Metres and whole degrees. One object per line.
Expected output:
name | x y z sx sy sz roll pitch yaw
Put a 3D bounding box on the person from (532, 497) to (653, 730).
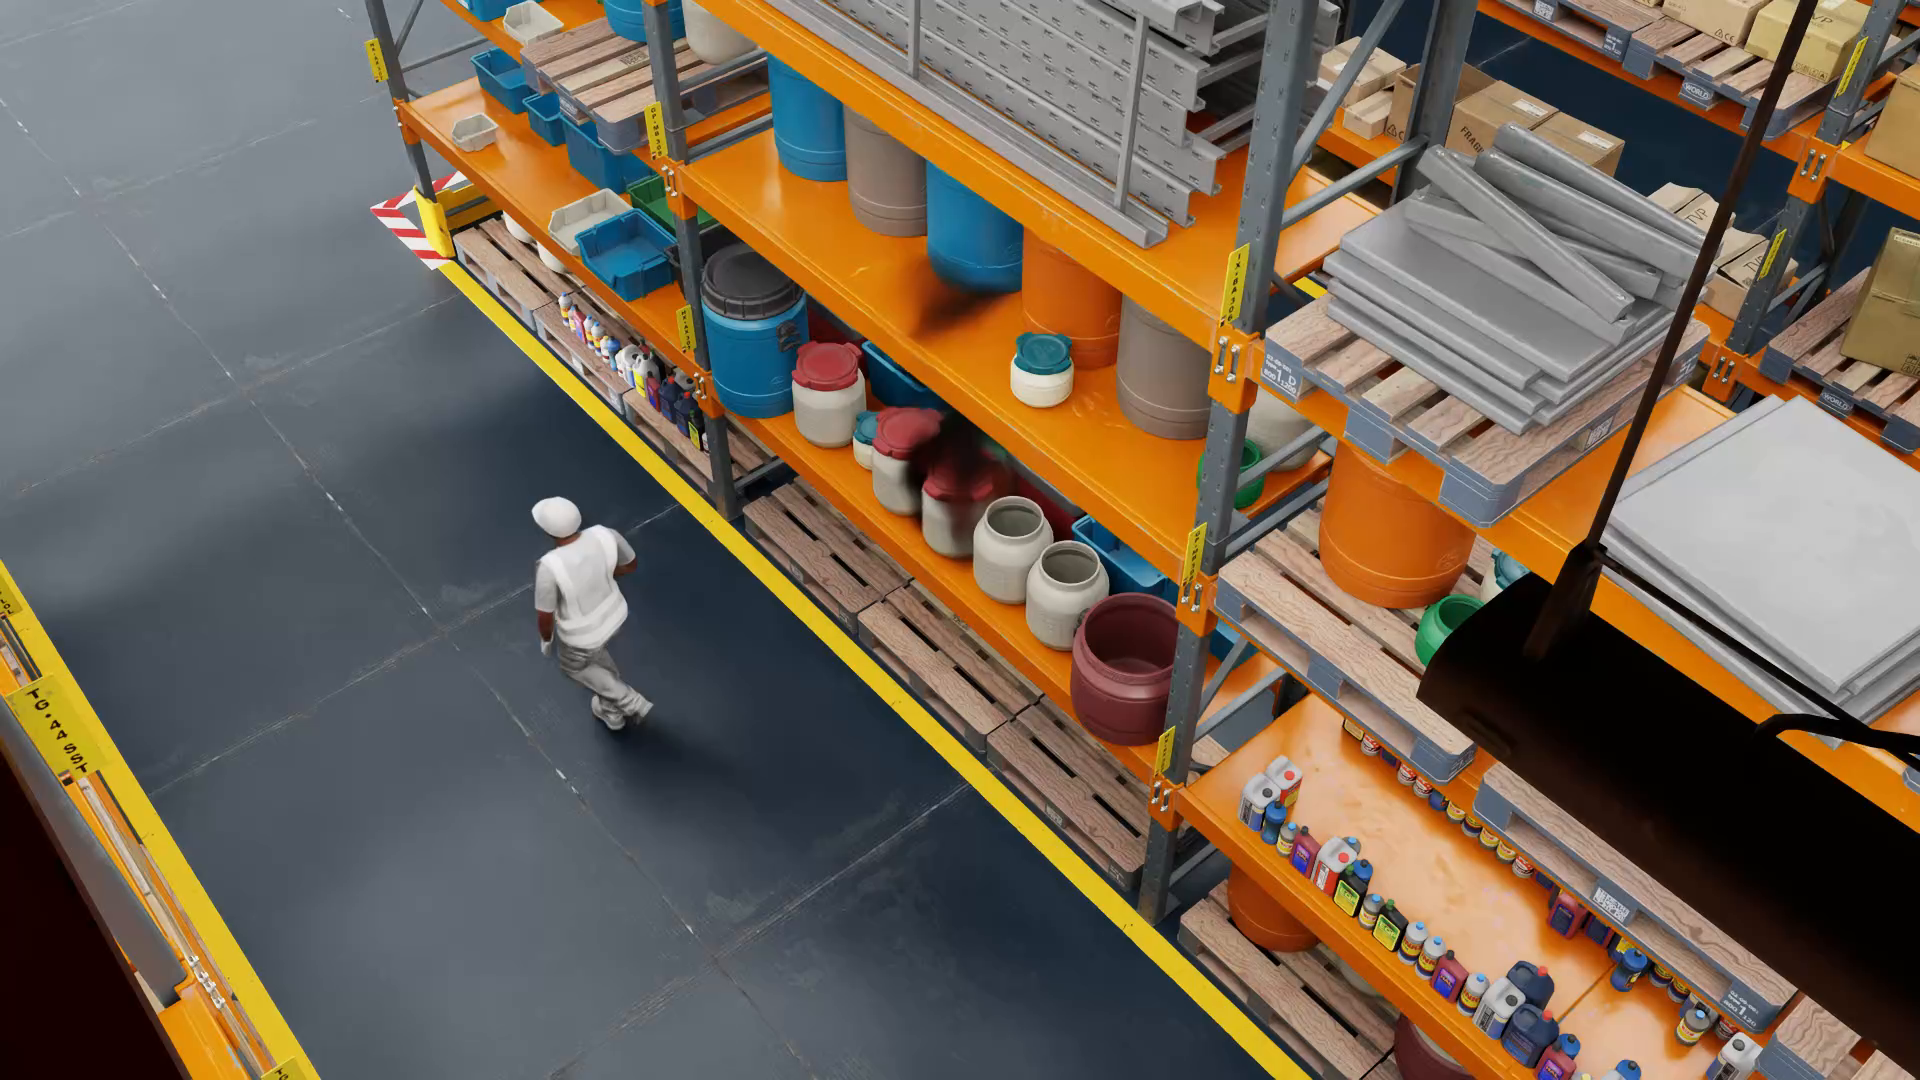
person | -2.032 0.475 9.341 0.612 1.735 0.696 25 51 22
